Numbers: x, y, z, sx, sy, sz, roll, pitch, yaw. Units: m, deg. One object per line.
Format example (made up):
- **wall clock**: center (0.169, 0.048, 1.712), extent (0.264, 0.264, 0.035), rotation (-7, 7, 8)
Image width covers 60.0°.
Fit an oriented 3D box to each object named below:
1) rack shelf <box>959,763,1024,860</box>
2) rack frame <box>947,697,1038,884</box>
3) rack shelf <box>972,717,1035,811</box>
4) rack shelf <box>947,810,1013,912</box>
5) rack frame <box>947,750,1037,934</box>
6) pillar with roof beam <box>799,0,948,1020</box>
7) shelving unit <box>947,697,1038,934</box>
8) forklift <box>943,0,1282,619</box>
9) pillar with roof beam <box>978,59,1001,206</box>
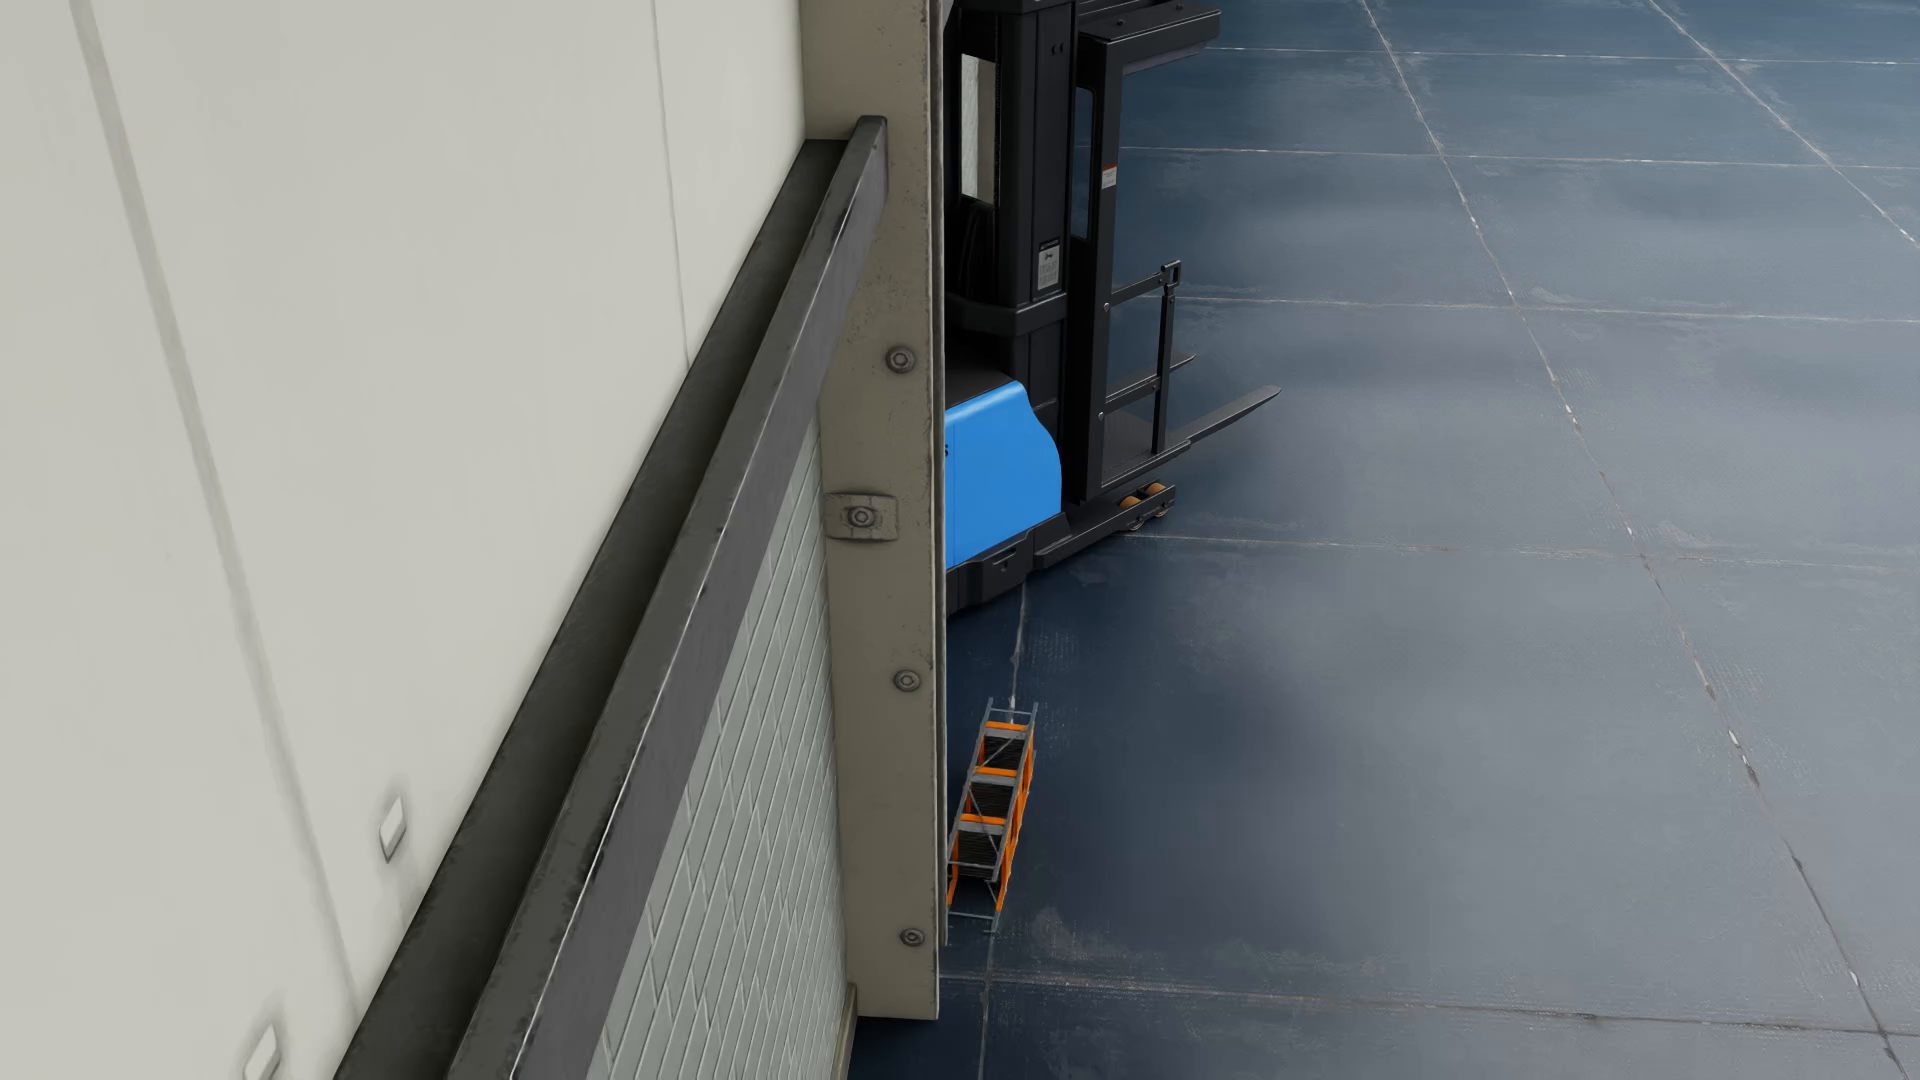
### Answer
- **rack shelf**: center (0.120, 1.030, 6.333), extent (0.215, 0.240, 0.259), rotation (5, 32, 9)
- **rack frame**: center (0.122, 0.920, 6.278), extent (0.200, 0.008, 1.050), rotation (5, 32, 9)
- **rack shelf**: center (0.172, 0.883, 6.571), extent (0.215, 0.240, 0.259), rotation (5, 32, 9)
- **rack shelf**: center (0.070, 1.173, 6.101), extent (0.215, 0.240, 0.259), rotation (5, 32, 9)
- **rack frame**: center (0.122, 1.128, 6.406), extent (0.200, 0.008, 1.050), rotation (5, 32, 9)
- **pillar with roof beam**: center (4.076, -2.135, 3.137), extent (9.100, 9.000, 0.400), rotation (2, 32, 4)
- **shelving unit**: center (0.122, 1.024, 6.342), extent (0.215, 0.252, 1.050), rotation (5, 32, 9)
- **forklift**: center (0.452, -1.473, 7.847), extent (3.031, 2.935, 1.130), rotation (-27, 40, -36)
- **pillar with roof beam**: center (4.565, -5.273, 8.228), extent (9.100, 9.000, 0.400), rotation (2, 32, 4)
